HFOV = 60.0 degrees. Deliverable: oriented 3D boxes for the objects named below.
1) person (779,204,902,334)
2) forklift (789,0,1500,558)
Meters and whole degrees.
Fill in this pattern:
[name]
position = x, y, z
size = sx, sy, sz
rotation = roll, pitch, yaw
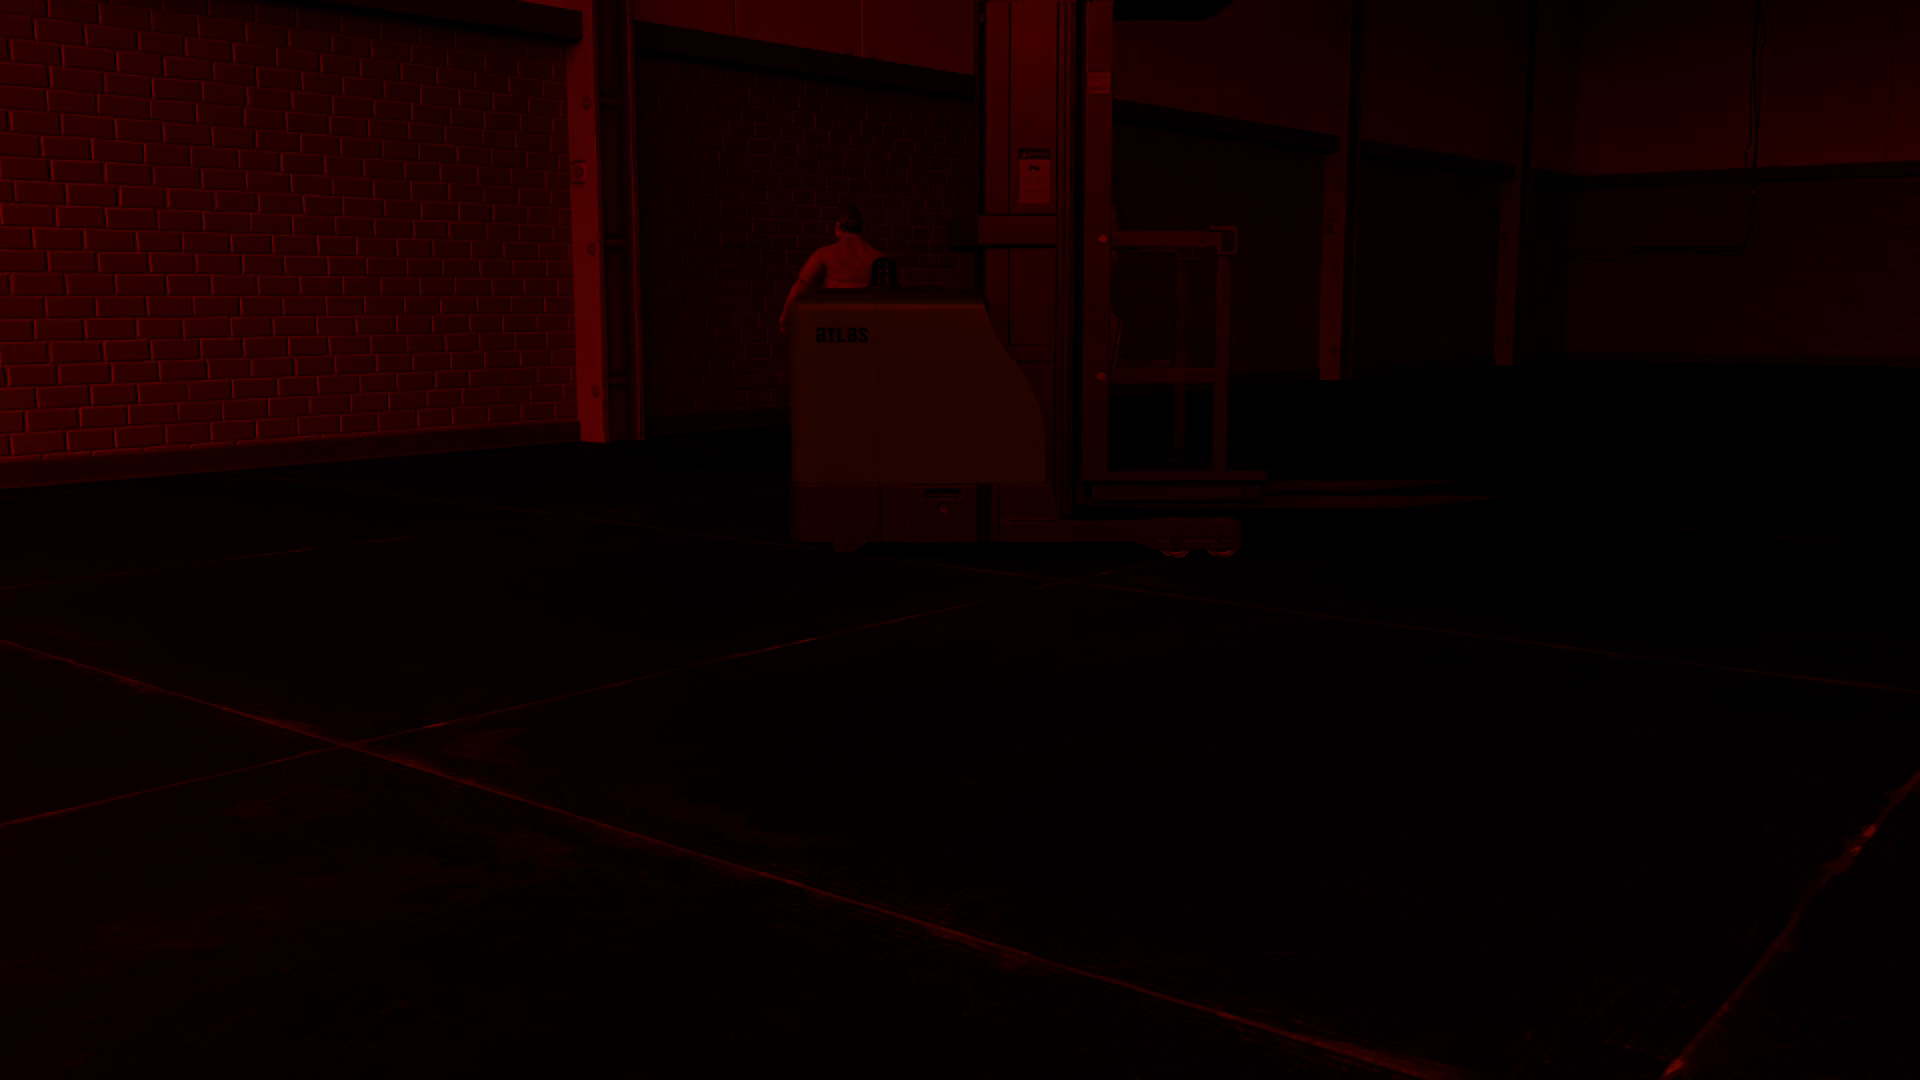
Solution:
[person]
position = -0.657, -1.212, 10.097
size = 0.792, 1.633, 0.655
rotation = -3, 9, -17
[forklift]
position = 0.786, -1.452, 7.205
size = 3.031, 2.935, 1.130
rotation = 0, 8, -2
